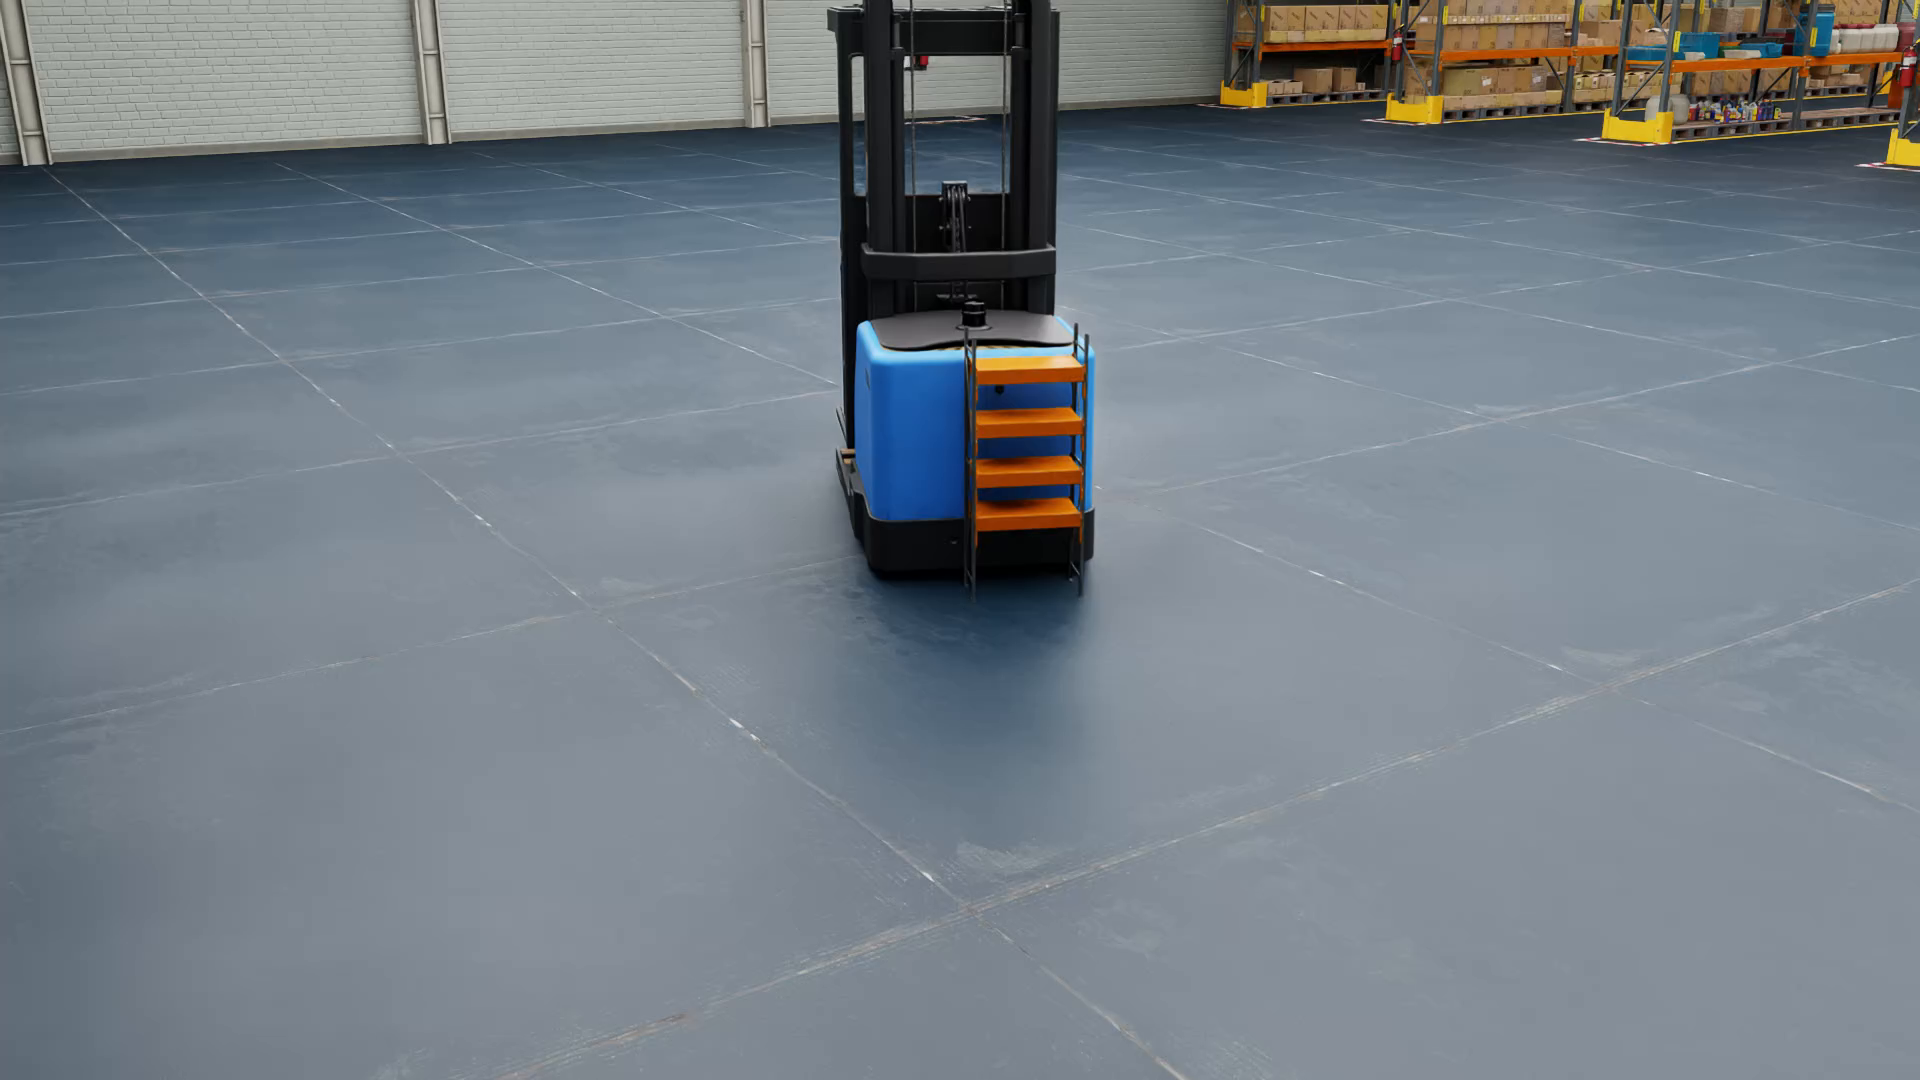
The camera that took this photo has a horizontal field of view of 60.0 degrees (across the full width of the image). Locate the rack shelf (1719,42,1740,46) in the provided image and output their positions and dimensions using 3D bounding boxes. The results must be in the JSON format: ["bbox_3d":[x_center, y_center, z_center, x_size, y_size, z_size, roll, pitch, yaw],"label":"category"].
[{"bbox_3d":[17.203,-11.016,37.269,4.000,0.370,1.077,-12,22,-31],"label":"rack shelf"}]

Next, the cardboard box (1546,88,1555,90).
[{"bbox_3d":[12.379,-9.347,34.846,0.500,0.250,0.500,-12,22,-32],"label":"cardboard box"}]

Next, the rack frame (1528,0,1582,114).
[{"bbox_3d":[12.192,-10.300,34.028,0.127,3.000,1.000,-12,22,-31],"label":"rack frame"}]

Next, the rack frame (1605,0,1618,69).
[{"bbox_3d":[16.146,-13.033,42.113,0.127,3.000,1.000,-12,22,-31],"label":"rack frame"}]

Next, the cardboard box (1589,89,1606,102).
[{"bbox_3d":[13.093,-9.291,34.680,0.500,0.250,0.500,-11,22,-30],"label":"cardboard box"}]

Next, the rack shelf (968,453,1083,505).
[{"bbox_3d":[0.286,-0.274,7.392,0.480,0.148,0.258,-3,19,-8],"label":"rack shelf"}]

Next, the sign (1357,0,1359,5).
[{"bbox_3d":[9.156,-12.321,38.197,0.005,0.325,0.100,-12,22,-31],"label":"sign"}]

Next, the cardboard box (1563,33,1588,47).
[{"bbox_3d":[12.579,-10.327,34.343,0.500,0.250,0.500,-10,21,-28],"label":"cardboard box"}]

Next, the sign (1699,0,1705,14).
[{"bbox_3d":[15.841,-11.405,35.489,0.005,0.325,0.100,-12,22,-31],"label":"sign"}]

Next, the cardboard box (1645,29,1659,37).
[{"bbox_3d":[14.679,-10.857,35.814,0.500,0.311,0.500,-12,22,-32],"label":"cardboard box"}]

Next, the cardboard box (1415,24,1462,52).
[{"bbox_3d":[9.248,-9.722,32.161,0.500,0.500,0.700,-12,22,-31],"label":"cardboard box"}]

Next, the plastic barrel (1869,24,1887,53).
[{"bbox_3d":[17.161,-9.419,31.249,0.421,0.512,0.421,0,19,0],"label":"plastic barrel"}]

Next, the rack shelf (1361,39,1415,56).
[{"bbox_3d":[11.135,-11.636,39.103,4.000,0.370,1.077,-12,22,-31],"label":"rack shelf"}]

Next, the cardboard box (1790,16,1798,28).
[{"bbox_3d":[19.449,-11.773,38.230,0.500,0.500,0.500,-11,22,-30],"label":"cardboard box"}]

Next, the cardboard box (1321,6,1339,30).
[{"bbox_3d":[7.966,-11.485,36.565,0.500,0.500,0.500,-11,22,-30],"label":"cardboard box"}]

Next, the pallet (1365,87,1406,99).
[{"bbox_3d":[10.114,-10.441,38.799,1.213,0.211,1.003,-12,22,-31],"label":"pallet"}]

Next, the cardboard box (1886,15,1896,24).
[{"bbox_3d":[21.990,-12.309,39.815,0.500,0.500,0.500,-11,22,-30],"label":"cardboard box"}]

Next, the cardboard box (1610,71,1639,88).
[{"bbox_3d":[13.958,-9.739,35.131,0.500,0.311,0.500,-11,22,-30],"label":"cardboard box"}]

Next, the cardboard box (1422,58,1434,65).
[{"bbox_3d":[10.869,-11.309,39.058,0.500,0.250,0.500,-13,22,-33],"label":"cardboard box"}]

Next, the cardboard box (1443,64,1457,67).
[{"bbox_3d":[11.339,-11.058,39.485,0.500,0.500,0.700,-12,22,-32],"label":"cardboard box"}]

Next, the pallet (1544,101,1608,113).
[{"bbox_3d":[12.786,-9.119,34.889,1.213,0.211,1.003,-12,22,-31],"label":"pallet"}]

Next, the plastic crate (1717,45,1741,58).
[{"bbox_3d":[13.624,-8.710,29.657,0.662,0.188,0.450,-12,22,-31],"label":"plastic crate"}]

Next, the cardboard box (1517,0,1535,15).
[{"bbox_3d":[10.985,-10.705,33.043,0.500,0.500,0.700,-12,22,-31],"label":"cardboard box"}]

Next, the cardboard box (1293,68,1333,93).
[{"bbox_3d":[7.868,-10.258,37.120,0.500,0.500,0.700,-14,23,-35],"label":"cardboard box"}]

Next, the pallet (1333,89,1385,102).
[{"bbox_3d":[8.923,-10.176,38.014,1.213,0.211,1.003,-12,22,-31],"label":"pallet"}]

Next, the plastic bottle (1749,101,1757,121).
[{"bbox_3d":[14.104,-7.647,29.629,0.185,0.351,0.144,-12,22,-32],"label":"plastic bottle"}]

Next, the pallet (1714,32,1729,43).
[{"bbox_3d":[16.060,-11.052,36.551,1.003,0.211,1.213,-12,22,-31],"label":"pallet"}]

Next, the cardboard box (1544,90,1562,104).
[{"bbox_3d":[11.925,-9.056,33.987,0.500,0.250,0.500,-12,22,-31],"label":"cardboard box"}]

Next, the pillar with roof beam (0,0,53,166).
[{"bbox_3d":[-11.444,-8.738,20.039,0.400,9.000,9.100,-12,22,-31],"label":"pillar with roof beam"}]

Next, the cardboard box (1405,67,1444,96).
[{"bbox_3d":[9.136,-9.021,32.712,0.500,0.500,0.500,-12,22,-31],"label":"cardboard box"}]

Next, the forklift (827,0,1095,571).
[{"bbox_3d":[-0.092,-1.677,8.629,1.130,2.935,3.031,-3,19,-8],"label":"forklift"}]

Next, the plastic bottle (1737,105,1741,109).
[{"bbox_3d":[13.907,-7.616,29.642,0.133,0.283,0.061,-12,22,-31],"label":"plastic bottle"}]

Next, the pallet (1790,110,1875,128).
[{"bbox_3d":[16.568,-8.018,31.633,1.213,0.211,1.003,-12,22,-31],"label":"pallet"}]

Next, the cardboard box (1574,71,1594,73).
[{"bbox_3d":[13.222,-9.791,35.283,0.500,0.311,0.500,-12,22,-32],"label":"cardboard box"}]

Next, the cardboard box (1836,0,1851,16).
[{"bbox_3d":[20.282,-12.419,38.579,0.500,0.500,0.500,-13,22,-33],"label":"cardboard box"}]

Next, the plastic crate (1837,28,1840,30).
[{"bbox_3d":[16.736,-9.507,31.581,0.583,0.464,0.402,-12,22,-31],"label":"plastic crate"}]

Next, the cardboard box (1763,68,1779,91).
[{"bbox_3d":[18.202,-10.485,37.791,0.500,0.500,0.500,-12,22,-31],"label":"cardboard box"}]

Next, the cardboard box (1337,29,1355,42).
[{"bbox_3d":[8.404,-11.220,36.952,0.500,0.250,0.500,-12,22,-32],"label":"cardboard box"}]

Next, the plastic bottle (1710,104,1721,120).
[{"bbox_3d":[13.601,-7.718,29.957,0.135,0.276,0.152,-12,22,-31],"label":"plastic bottle"}]

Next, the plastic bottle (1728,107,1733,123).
[{"bbox_3d":[13.545,-7.482,29.266,0.097,0.271,0.097,0,19,0],"label":"plastic bottle"}]

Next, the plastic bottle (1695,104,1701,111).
[{"bbox_3d":[13.207,-7.690,29.874,0.135,0.276,0.152,-13,22,-33],"label":"plastic bottle"}]

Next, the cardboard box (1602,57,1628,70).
[{"bbox_3d":[16.827,-12.153,42.755,0.500,0.500,0.700,-12,22,-31],"label":"cardboard box"}]

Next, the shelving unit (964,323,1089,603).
[{"bbox_3d":[0.286,-0.338,7.370,0.503,1.200,0.258,-3,19,-8],"label":"shelving unit"}]

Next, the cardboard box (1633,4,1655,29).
[{"bbox_3d":[17.221,-13.394,42.711,0.700,0.700,0.980,-13,22,-33],"label":"cardboard box"}]

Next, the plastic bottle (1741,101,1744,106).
[{"bbox_3d":[14.406,-7.951,30.654,0.097,0.271,0.097,0,19,0],"label":"plastic bottle"}]

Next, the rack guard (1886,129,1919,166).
[{"bbox_3d":[14.360,-5.774,24.544,0.348,0.500,1.175,-12,22,-31],"label":"rack guard"}]

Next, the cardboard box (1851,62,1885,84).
[{"bbox_3d":[21.896,-11.276,40.132,0.500,0.500,0.500,-12,22,-31],"label":"cardboard box"}]

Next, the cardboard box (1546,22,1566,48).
[{"bbox_3d":[11.825,-10.268,33.776,0.500,0.500,0.700,-13,22,-33],"label":"cardboard box"}]

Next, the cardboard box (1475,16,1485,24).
[{"bbox_3d":[9.938,-10.096,32.256,0.250,0.149,0.380,-12,22,-32],"label":"cardboard box"}]

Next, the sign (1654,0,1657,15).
[{"bbox_3d":[15.227,-11.659,36.364,0.005,0.325,0.100,-12,22,-31],"label":"sign"}]

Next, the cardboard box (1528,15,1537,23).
[{"bbox_3d":[11.232,-10.371,33.068,0.250,0.149,0.380,-12,22,-32],"label":"cardboard box"}]

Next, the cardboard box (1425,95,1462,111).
[{"bbox_3d":[9.422,-8.527,32.420,0.500,0.250,0.500,-12,22,-31],"label":"cardboard box"}]

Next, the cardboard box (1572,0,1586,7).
[{"bbox_3d":[15.038,-13.258,40.956,0.500,0.250,0.500,-11,22,-30],"label":"cardboard box"}]
